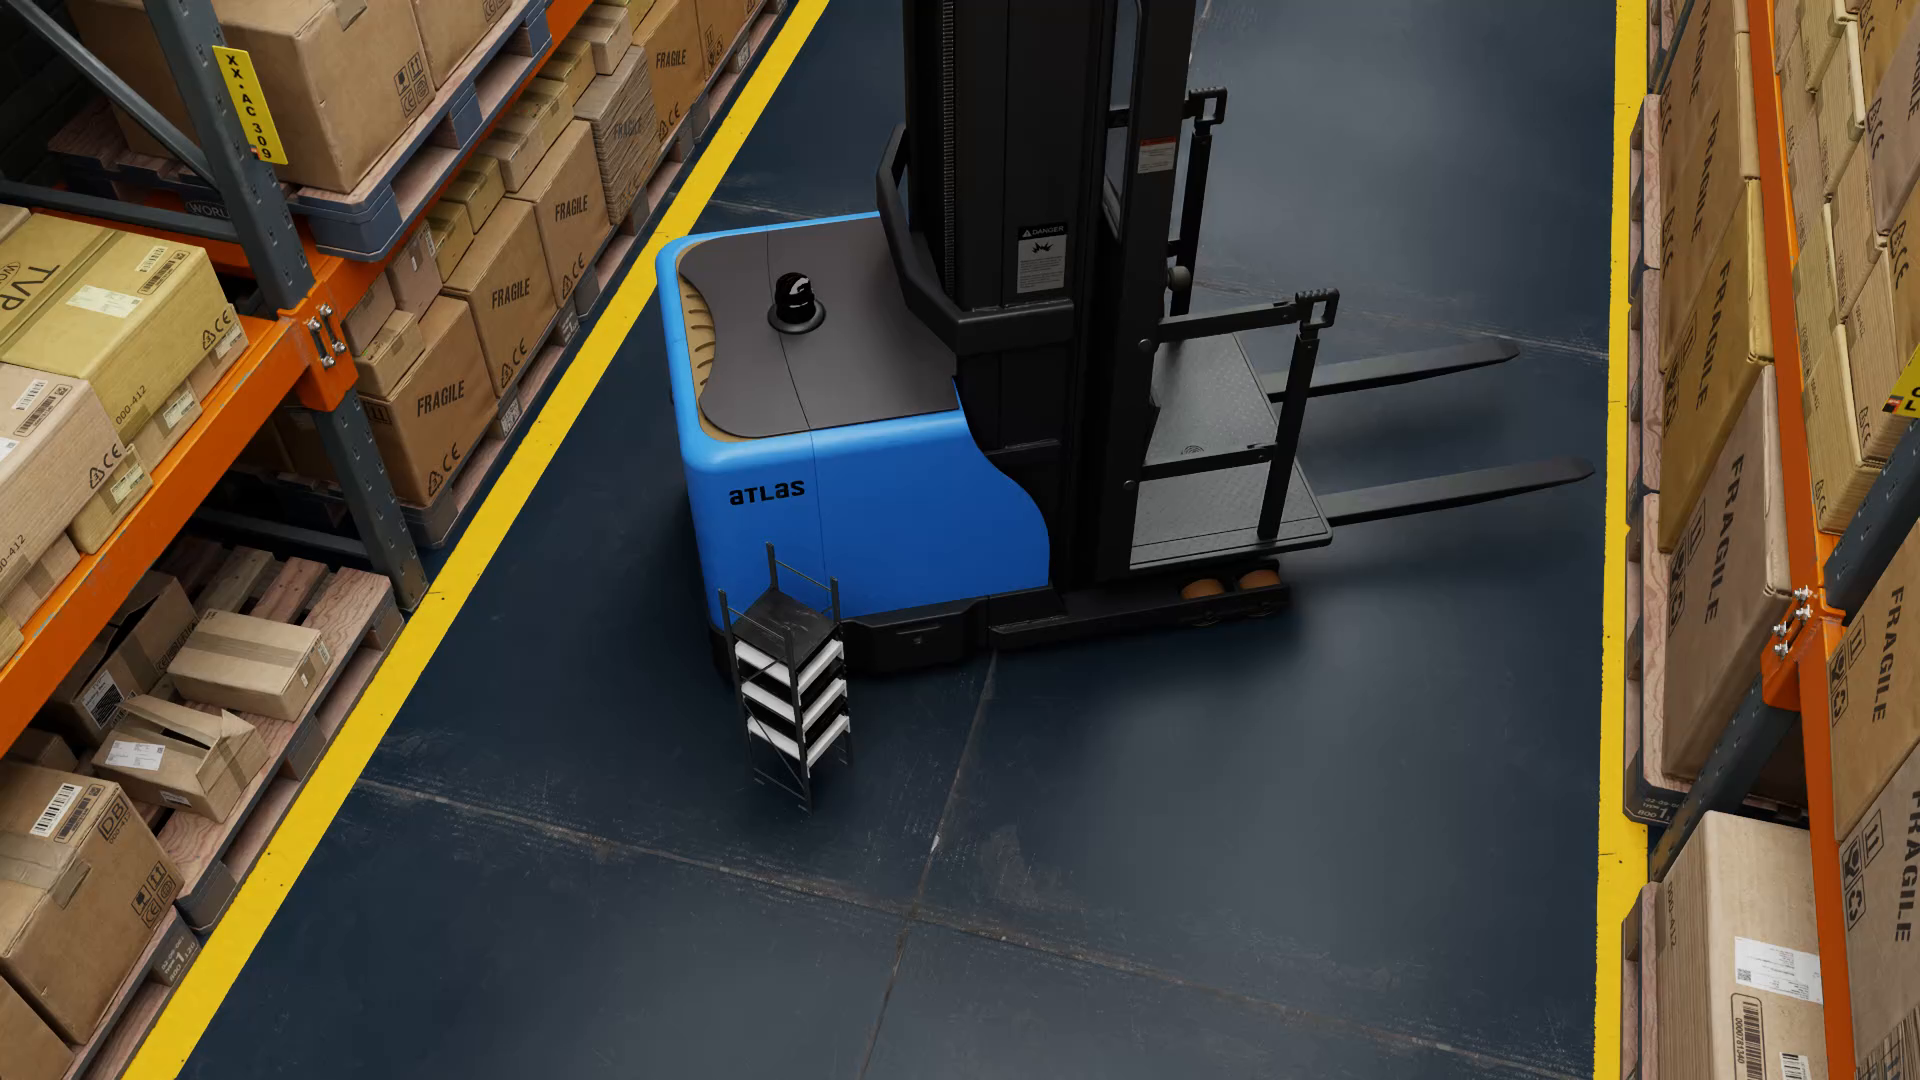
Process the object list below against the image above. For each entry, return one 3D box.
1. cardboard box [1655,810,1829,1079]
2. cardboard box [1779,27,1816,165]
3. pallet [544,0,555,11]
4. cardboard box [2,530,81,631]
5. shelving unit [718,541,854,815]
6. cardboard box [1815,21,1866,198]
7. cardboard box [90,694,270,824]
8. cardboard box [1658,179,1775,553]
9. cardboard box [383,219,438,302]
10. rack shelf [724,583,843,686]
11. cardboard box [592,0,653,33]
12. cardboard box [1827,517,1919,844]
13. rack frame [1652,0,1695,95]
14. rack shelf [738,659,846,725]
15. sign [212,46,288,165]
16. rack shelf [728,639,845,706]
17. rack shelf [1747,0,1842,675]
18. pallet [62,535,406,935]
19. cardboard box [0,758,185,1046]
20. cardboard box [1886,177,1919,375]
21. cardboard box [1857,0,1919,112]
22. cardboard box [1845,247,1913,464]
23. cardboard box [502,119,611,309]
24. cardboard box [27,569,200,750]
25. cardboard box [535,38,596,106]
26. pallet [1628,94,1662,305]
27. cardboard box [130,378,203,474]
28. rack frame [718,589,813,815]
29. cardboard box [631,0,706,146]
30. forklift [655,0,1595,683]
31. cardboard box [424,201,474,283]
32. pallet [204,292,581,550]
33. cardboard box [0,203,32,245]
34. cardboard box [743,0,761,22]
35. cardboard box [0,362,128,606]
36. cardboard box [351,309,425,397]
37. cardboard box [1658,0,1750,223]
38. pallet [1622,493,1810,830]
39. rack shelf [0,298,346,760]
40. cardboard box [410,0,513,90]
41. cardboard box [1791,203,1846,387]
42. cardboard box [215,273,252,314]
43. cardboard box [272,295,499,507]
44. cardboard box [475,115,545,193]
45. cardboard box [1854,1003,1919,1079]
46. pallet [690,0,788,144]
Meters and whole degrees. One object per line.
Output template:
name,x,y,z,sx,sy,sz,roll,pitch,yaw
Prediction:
cardboard box,2.236,1.230,4.092,0.875,0.438,0.875,11,49,9
cardboard box,2.798,-1.340,5.032,0.500,0.250,0.500,12,50,10
pallet,-1.739,-2.311,5.917,1.003,0.211,1.213,12,50,10
cardboard box,-2.313,0.045,3.877,0.380,0.149,0.250,13,50,11
shelving unit,-0.487,0.417,4.782,0.258,0.900,0.210,27,54,22
cardboard box,2.642,-1.133,4.516,0.500,0.250,0.500,13,50,11
cardboard box,-2.242,0.596,4.766,0.396,0.266,0.258,13,50,11
cardboard box,2.821,-0.467,5.298,0.875,0.875,0.875,13,50,11
cardboard box,-1.911,-0.918,5.315,0.380,0.149,0.250,9,49,8
rack shelf,-0.487,0.261,4.604,0.258,0.077,0.200,27,54,22
cardboard box,-1.450,-2.153,6.604,0.380,0.149,0.250,11,49,9
cardboard box,2.129,0.343,3.380,0.500,0.500,0.500,13,50,11
rack frame,3.558,-2.805,6.225,1.000,3.000,0.127,12,50,10
rack shelf,-0.487,0.380,4.739,0.258,0.077,0.200,27,54,22
sign,-1.759,-1.073,4.119,0.100,0.325,0.005,12,50,10
rack shelf,-0.487,0.320,4.672,0.258,0.077,0.200,27,54,22
rack shelf,3.032,-1.120,5.218,1.077,0.370,4.000,12,50,10
pallet,-2.466,0.531,5.141,1.003,0.211,1.213,12,50,10
cardboard box,-2.549,0.908,4.335,0.700,0.500,0.500,10,49,9
cardboard box,2.380,-0.648,3.588,0.500,0.500,0.500,13,50,11
cardboard box,2.662,-1.387,4.240,0.500,0.500,0.500,13,50,11
cardboard box,2.387,-0.394,3.864,0.500,0.250,0.500,12,50,10
cardboard box,-1.674,-1.253,6.242,0.500,0.500,0.500,10,49,9
cardboard box,-2.686,0.293,5.004,0.500,0.311,0.500,13,50,11
cardboard box,-1.607,-1.780,6.275,0.380,0.149,0.250,12,50,10
pallet,3.278,-1.327,6.780,1.003,0.211,1.213,12,50,10
cardboard box,-2.172,-0.332,4.210,0.380,0.149,0.250,13,50,11
rack frame,-0.544,0.480,4.726,0.240,0.900,0.006,27,54,22
cardboard box,-1.413,-2.006,6.907,0.500,0.500,0.500,14,50,12
forklift,0.614,-1.067,4.736,3.031,2.935,1.130,-9,49,-8
cardboard box,-1.879,-1.025,5.609,0.380,0.149,0.250,9,49,8
pallet,-2.107,-0.562,6.105,1.003,0.211,1.213,12,50,10
cardboard box,-2.675,-0.632,4.209,0.500,0.250,0.500,11,50,10
cardboard box,-1.136,-2.745,7.559,0.500,0.500,0.500,13,50,11
cardboard box,-2.301,-0.156,3.788,0.500,0.250,0.500,12,50,10
cardboard box,-1.933,-0.622,5.253,0.380,0.149,0.250,14,50,12
cardboard box,3.296,-1.758,6.438,0.875,0.875,0.875,11,50,10
pallet,2.635,0.438,5.223,1.003,0.211,1.213,12,50,10
rack shelf,-2.811,0.796,3.526,1.077,0.370,4.000,12,50,10
cardboard box,-1.805,-1.741,4.939,0.700,0.500,0.500,12,50,10
cardboard box,2.515,-0.604,4.383,0.500,0.250,0.500,11,49,10
cardboard box,-2.466,-0.738,5.355,0.380,0.149,0.250,10,49,9
cardboard box,-1.940,-0.506,5.583,0.500,0.500,0.500,14,50,12
cardboard box,-1.718,-1.400,5.939,0.380,0.149,0.250,11,50,10
cardboard box,1.856,1.065,2.743,0.500,0.500,0.500,12,50,10
pallet,-1.465,-2.326,7.663,1.003,0.211,1.213,12,50,10
